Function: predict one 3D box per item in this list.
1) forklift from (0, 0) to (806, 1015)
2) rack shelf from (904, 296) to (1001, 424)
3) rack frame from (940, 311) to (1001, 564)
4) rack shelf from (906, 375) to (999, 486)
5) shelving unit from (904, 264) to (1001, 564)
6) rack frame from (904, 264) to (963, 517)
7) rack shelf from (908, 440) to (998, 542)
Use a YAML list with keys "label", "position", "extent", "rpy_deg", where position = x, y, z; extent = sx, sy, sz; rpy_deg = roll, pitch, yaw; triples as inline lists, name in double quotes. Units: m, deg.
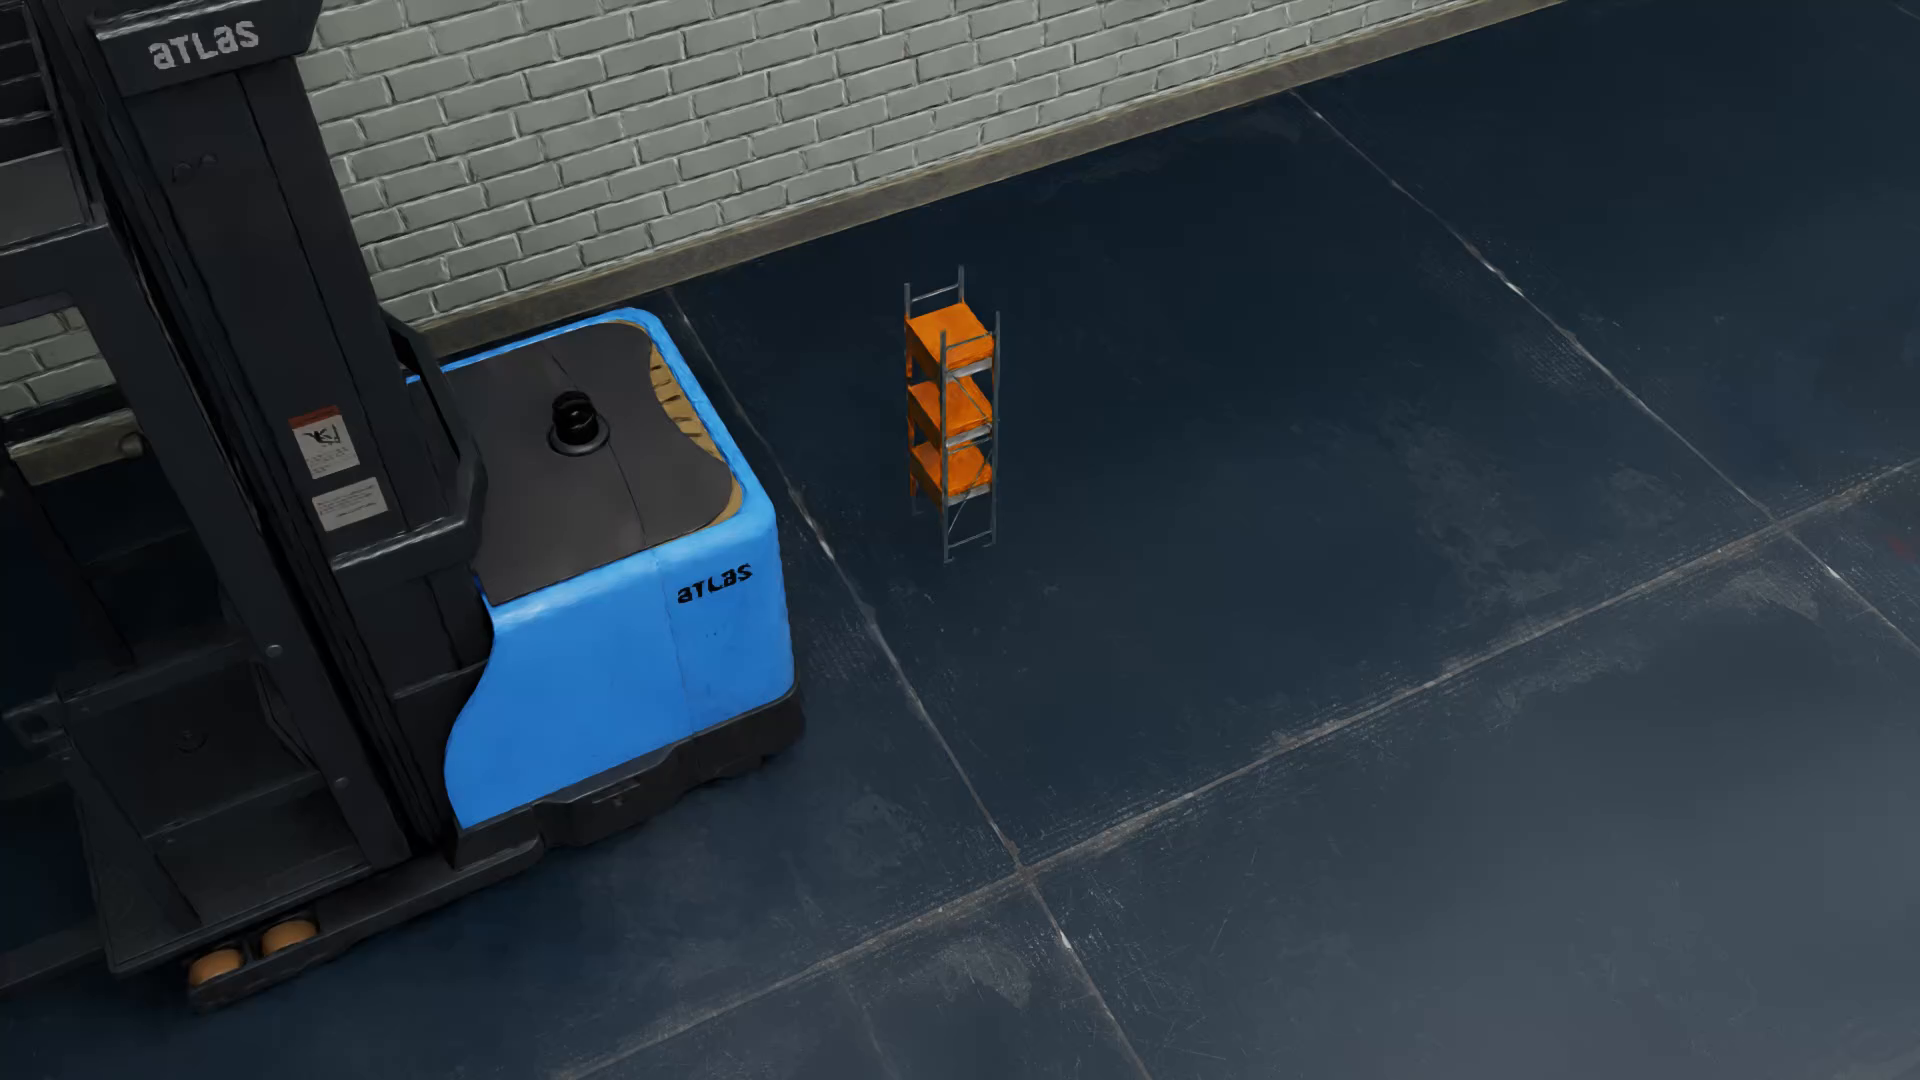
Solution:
- label: "forklift"
  position: [-2.026, -0.133, 3.919]
  extent: [3.031, 2.935, 1.130]
  rpy_deg: [-22, 52, -18]
- label: "rack shelf"
  position: [-0.024, -0.561, 5.181]
  extent: [0.215, 0.259, 0.240]
  rpy_deg: [-21, 52, -18]
- label: "rack frame"
  position: [0.031, -0.300, 5.315]
  extent: [0.200, 1.050, 0.008]
  rpy_deg: [-21, 52, -18]
- label: "rack shelf"
  position: [-0.024, -0.374, 5.394]
  extent: [0.215, 0.259, 0.240]
  rpy_deg: [-21, 52, -18]
- label: "shelving unit"
  position: [-0.024, -0.381, 5.386]
  extent: [0.215, 1.050, 0.252]
  rpy_deg: [-21, 52, -18]
- label: "rack frame"
  position: [-0.080, -0.463, 5.458]
  extent: [0.200, 1.050, 0.008]
  rpy_deg: [-21, 52, -18]
- label: "rack shelf"
  position: [-0.024, -0.191, 5.603]
  extent: [0.215, 0.259, 0.240]
  rpy_deg: [-21, 52, -18]
